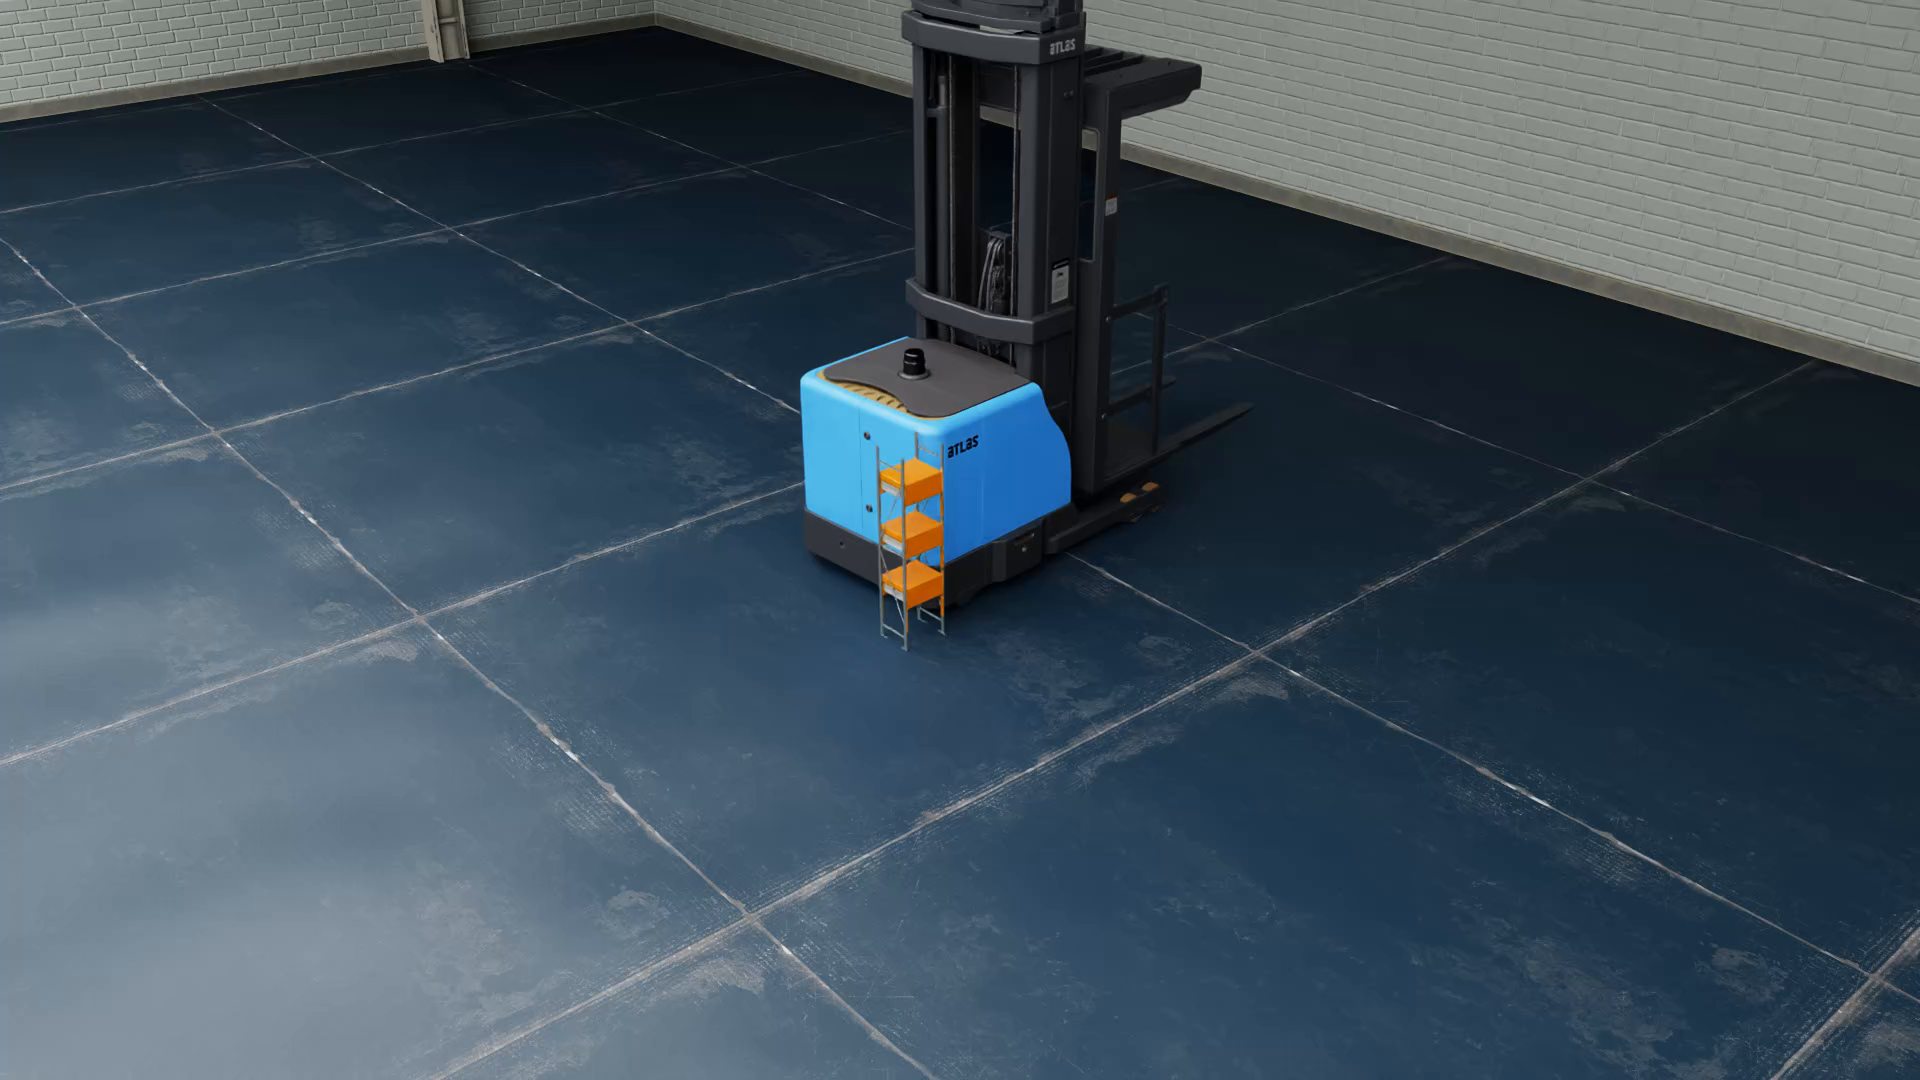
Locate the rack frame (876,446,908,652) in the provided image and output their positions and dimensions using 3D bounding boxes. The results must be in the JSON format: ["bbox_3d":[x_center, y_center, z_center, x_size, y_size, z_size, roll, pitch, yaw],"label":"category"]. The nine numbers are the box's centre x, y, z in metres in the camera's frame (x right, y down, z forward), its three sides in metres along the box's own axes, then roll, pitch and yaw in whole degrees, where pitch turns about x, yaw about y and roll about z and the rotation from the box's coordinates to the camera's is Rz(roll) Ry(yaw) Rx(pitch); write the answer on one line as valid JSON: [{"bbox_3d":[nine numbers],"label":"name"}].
[{"bbox_3d":[-0.329,0.052,8.038,0.008,1.050,0.200,-23,36,-36],"label":"rack frame"}]

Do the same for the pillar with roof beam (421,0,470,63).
[{"bbox_3d":[-3.406,-8.280,15.196,0.400,9.000,9.100,-22,35,-35],"label":"pillar with roof beam"}]

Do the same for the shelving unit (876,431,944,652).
[{"bbox_3d":[-0.239,0.014,8.111,0.252,1.050,0.215,-23,36,-36],"label":"shelving unit"}]

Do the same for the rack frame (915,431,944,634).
[{"bbox_3d":[-0.148,-0.025,8.183,0.008,1.050,0.200,-23,36,-36],"label":"rack frame"}]

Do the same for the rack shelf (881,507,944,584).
[{"bbox_3d":[-0.239,0.023,8.116,0.240,0.259,0.215,-23,36,-36],"label":"rack shelf"}]

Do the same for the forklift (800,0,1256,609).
[{"bbox_3d":[0.548,-1.542,9.025,1.130,2.935,3.031,25,37,38],"label":"forklift"}]

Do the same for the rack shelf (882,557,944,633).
[{"bbox_3d":[-0.239,0.268,8.247,0.240,0.259,0.215,-23,36,-36],"label":"rack shelf"}]

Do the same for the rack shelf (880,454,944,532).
[{"bbox_3d":[-0.239,-0.227,7.982,0.240,0.259,0.215,-23,36,-36],"label":"rack shelf"}]
